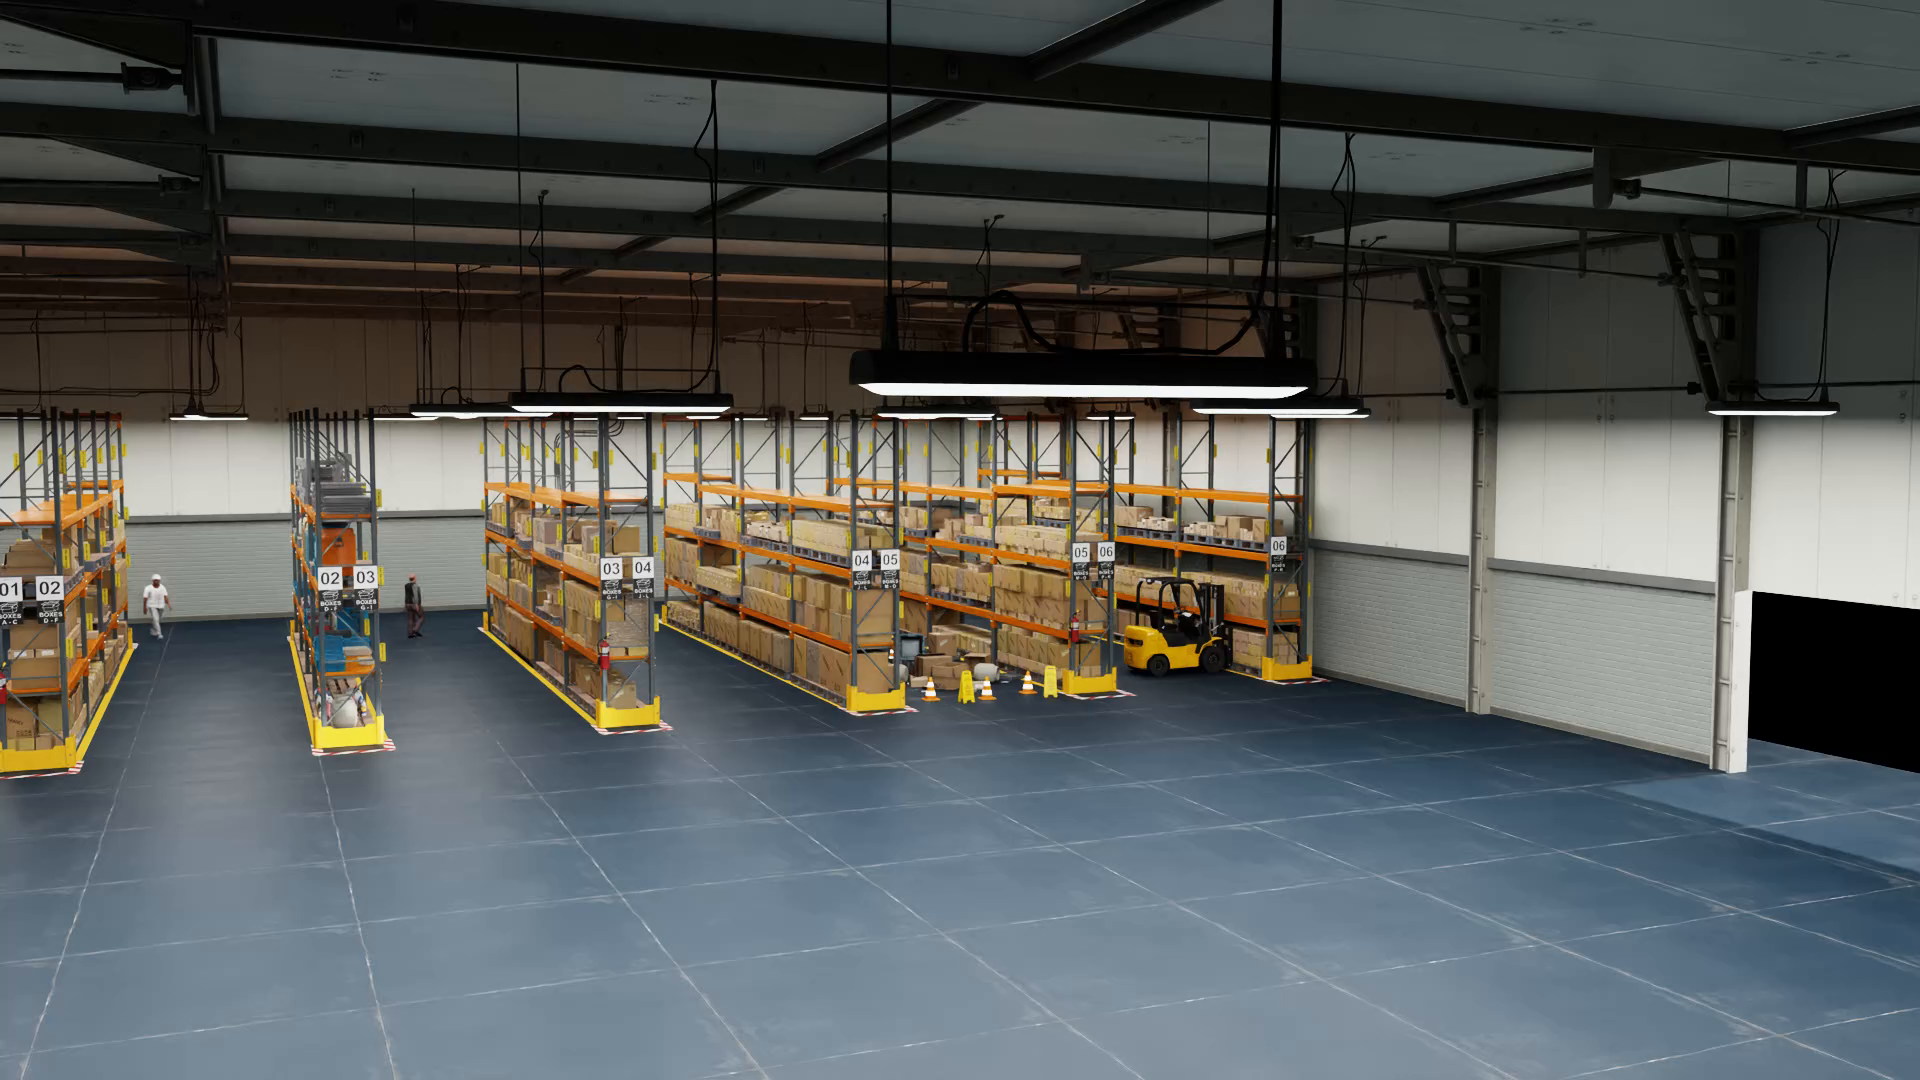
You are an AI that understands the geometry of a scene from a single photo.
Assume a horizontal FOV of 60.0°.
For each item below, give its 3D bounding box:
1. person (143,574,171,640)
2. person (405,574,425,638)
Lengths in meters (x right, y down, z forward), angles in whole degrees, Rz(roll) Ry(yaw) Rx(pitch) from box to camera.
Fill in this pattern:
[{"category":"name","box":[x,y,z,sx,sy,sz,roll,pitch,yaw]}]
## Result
[{"category":"person","box":[-21.325,1.763,44.132,1.122,1.707,0.627,3,5,40]},{"category":"person","box":[-14.575,1.749,44.317,0.554,1.707,0.467,2,4,22]}]
